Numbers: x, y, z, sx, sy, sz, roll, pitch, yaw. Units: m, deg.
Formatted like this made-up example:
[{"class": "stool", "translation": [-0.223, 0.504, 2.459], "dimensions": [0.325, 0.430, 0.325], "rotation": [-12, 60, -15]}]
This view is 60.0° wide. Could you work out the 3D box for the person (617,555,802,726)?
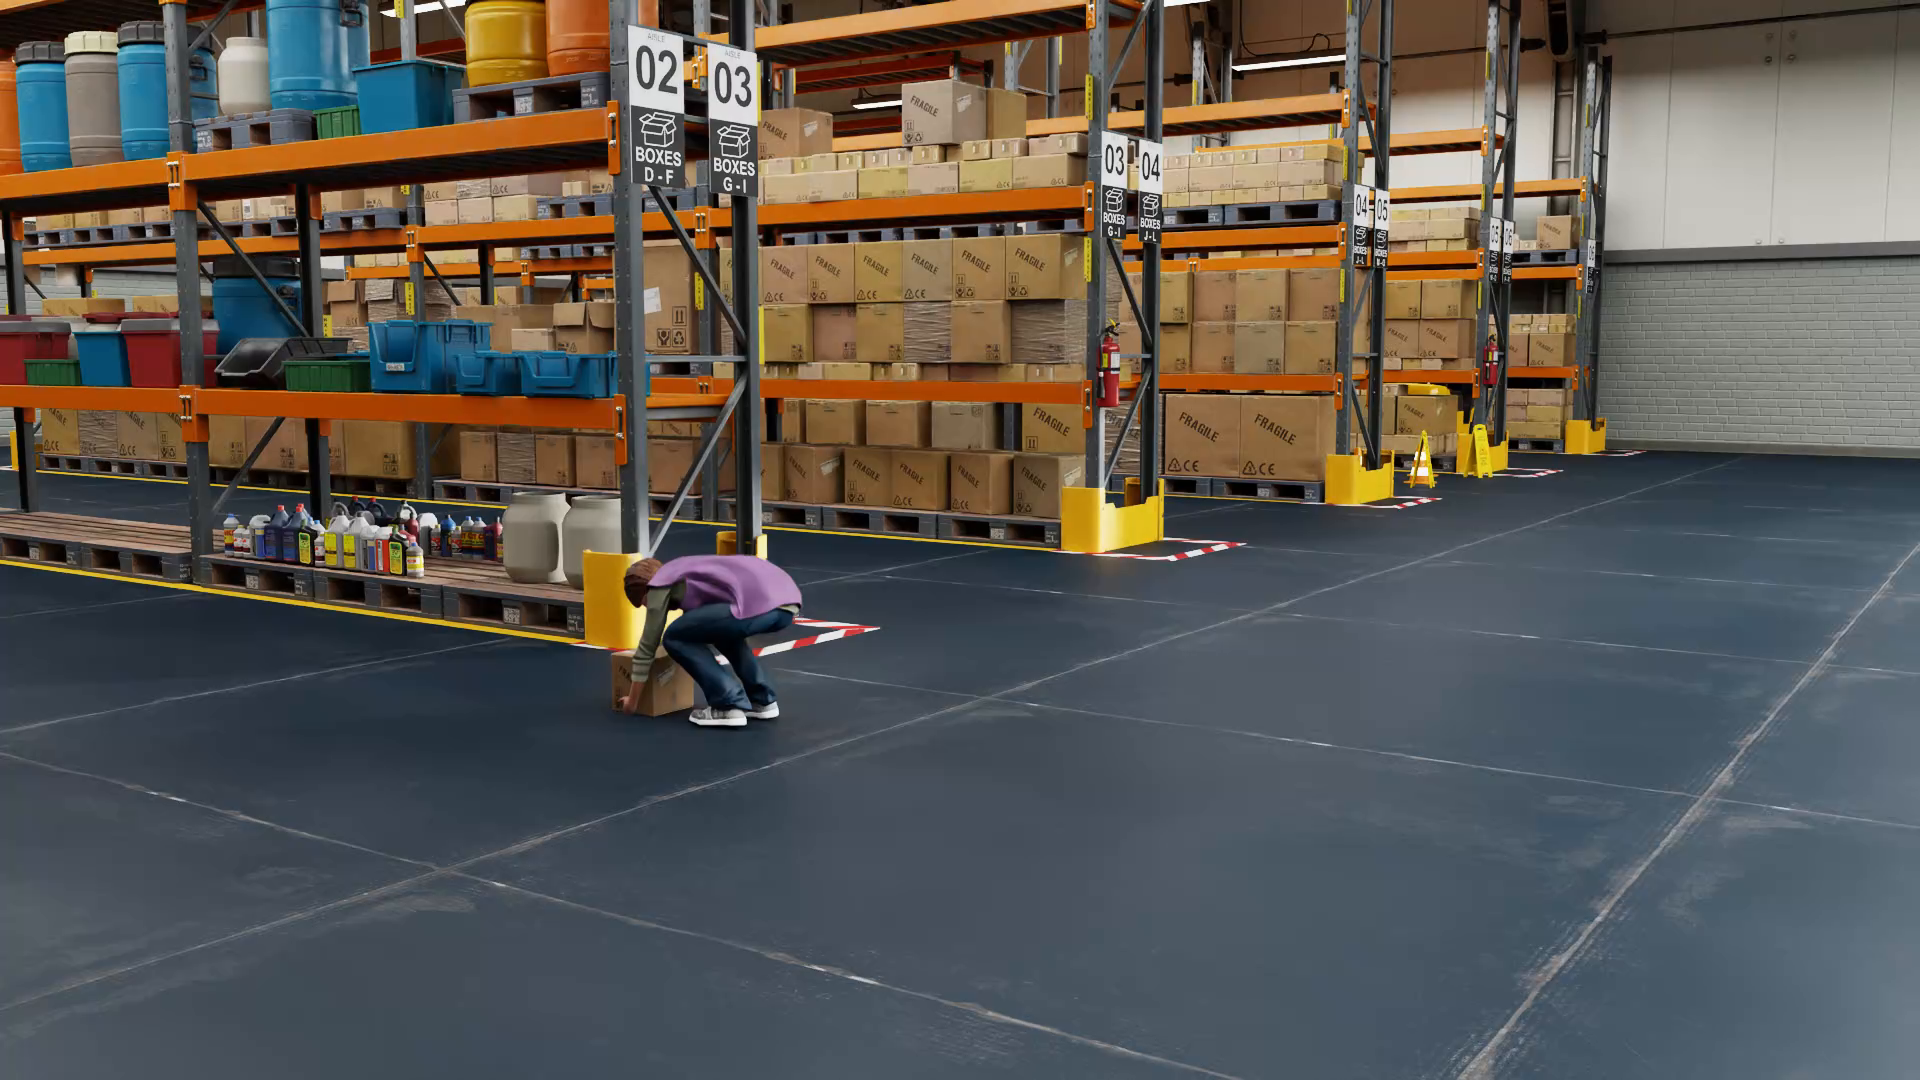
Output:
[{"class": "person", "translation": [-1.070, 0.417, 7.049], "dimensions": [0.873, 0.737, 0.422], "rotation": [4, 8, 32]}]
